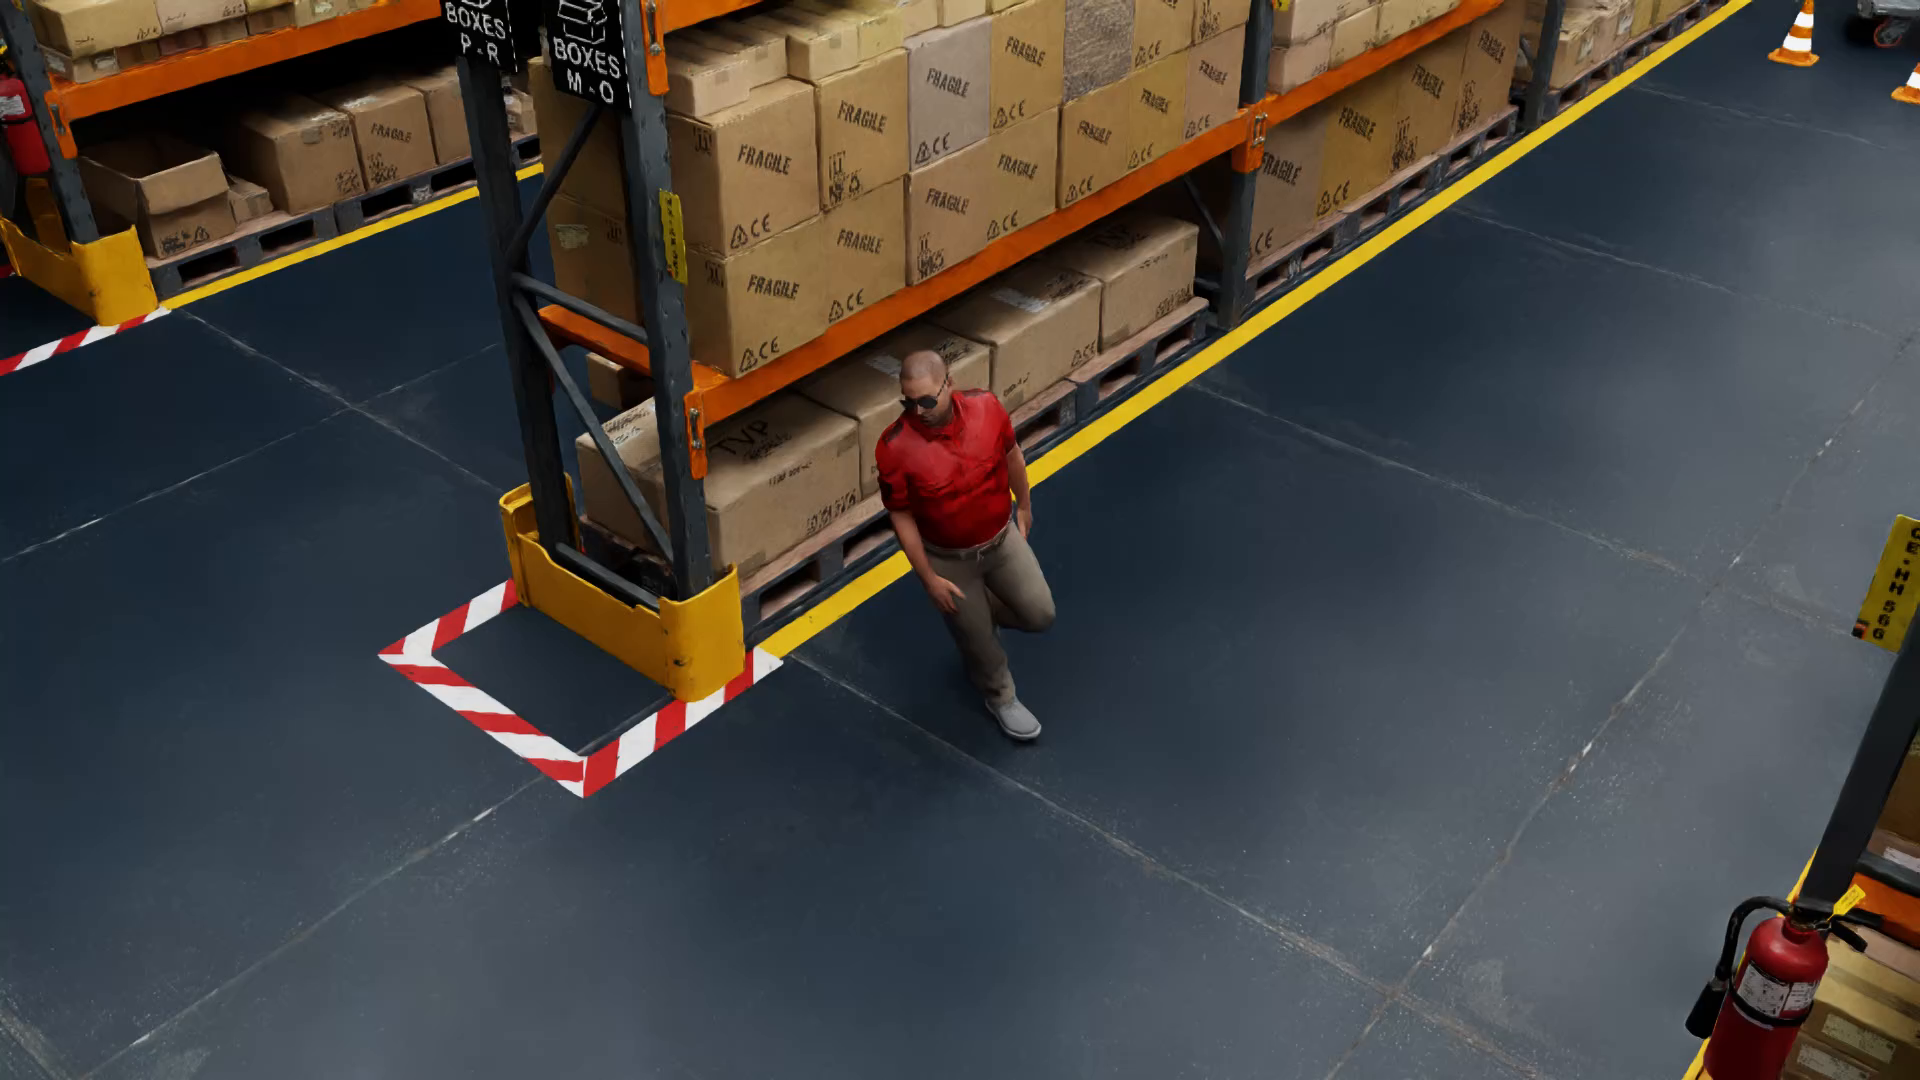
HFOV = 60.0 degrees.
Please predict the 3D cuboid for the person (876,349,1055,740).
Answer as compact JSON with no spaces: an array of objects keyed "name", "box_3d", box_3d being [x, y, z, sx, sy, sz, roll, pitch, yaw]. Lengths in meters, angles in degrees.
[{"name":"person","box_3d":[0.011,0.014,6.156,0.654,1.681,0.600,-22,40,-28]}]
